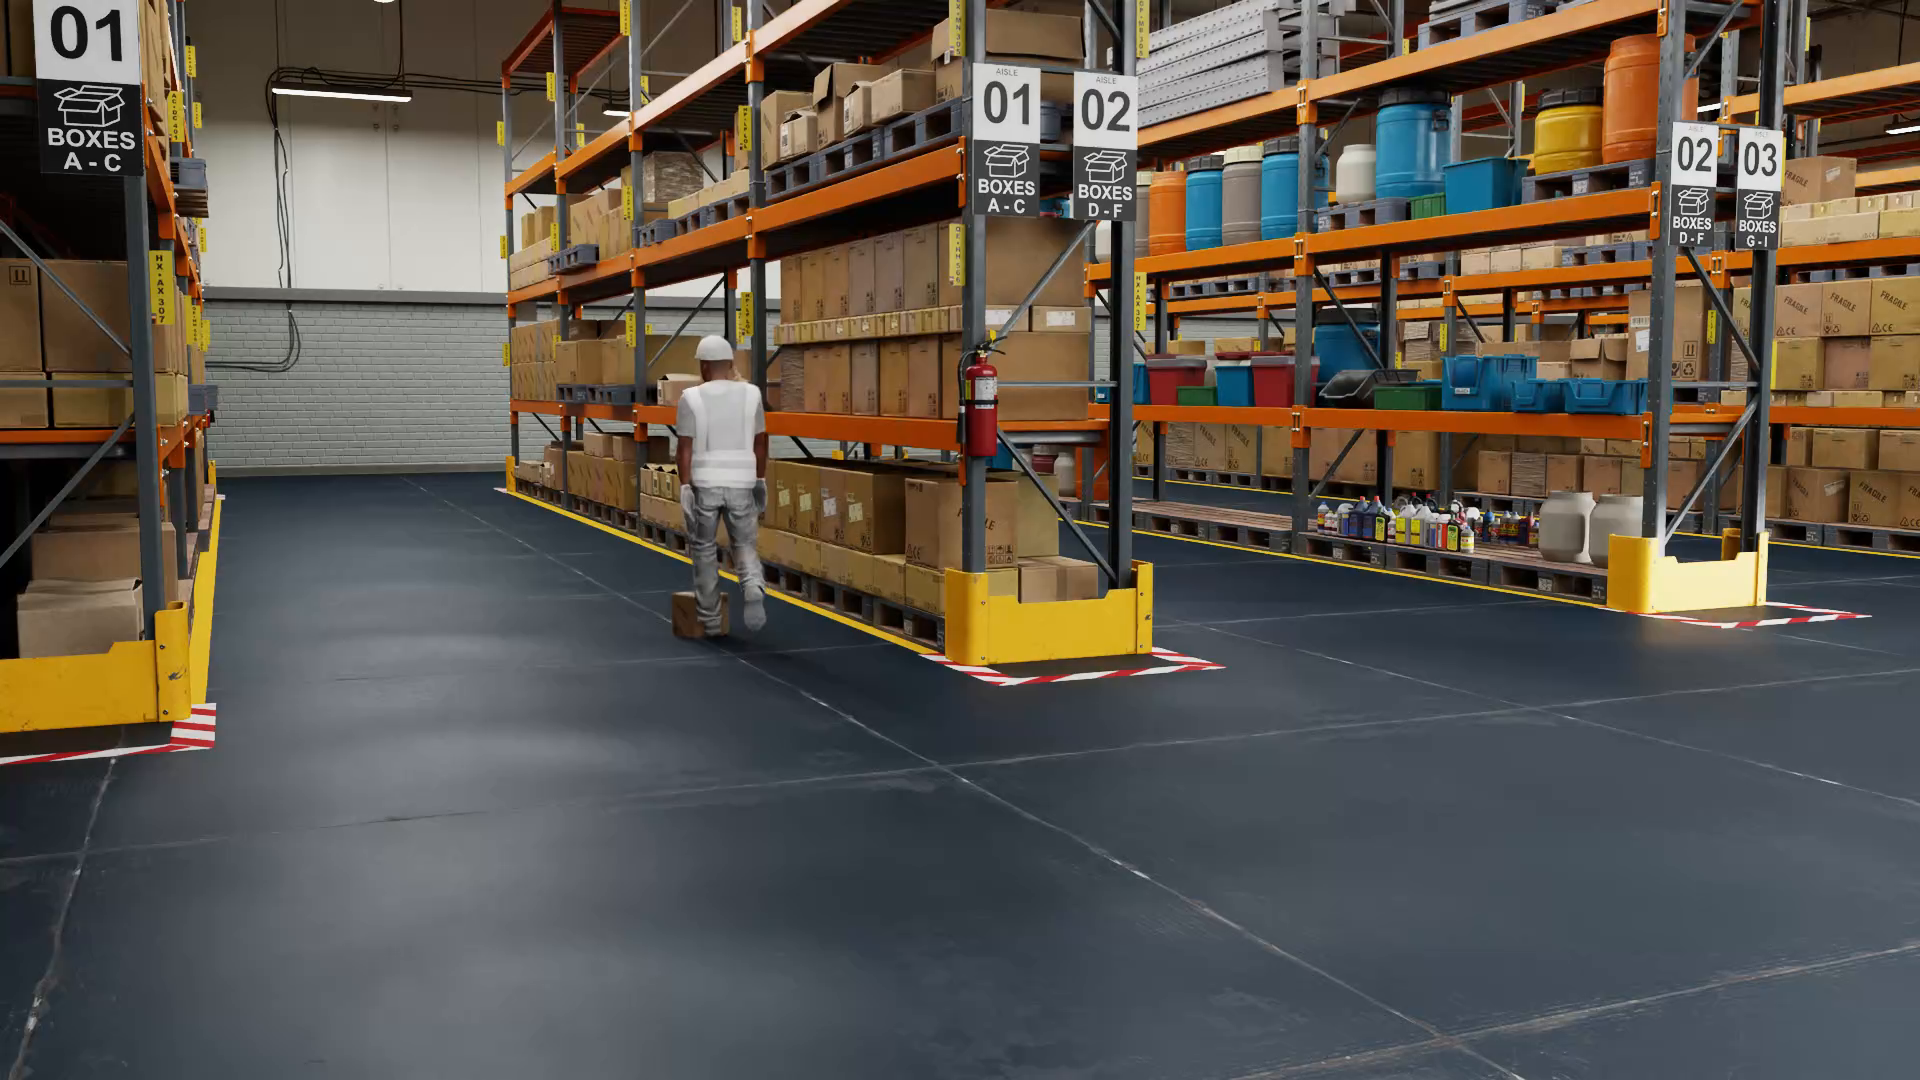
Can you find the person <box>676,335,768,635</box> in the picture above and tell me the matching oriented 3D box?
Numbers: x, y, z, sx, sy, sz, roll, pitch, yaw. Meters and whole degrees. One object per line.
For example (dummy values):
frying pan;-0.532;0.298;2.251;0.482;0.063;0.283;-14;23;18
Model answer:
person;-1.378;-0.312;9.726;0.570;1.765;0.725;-2;6;-21
